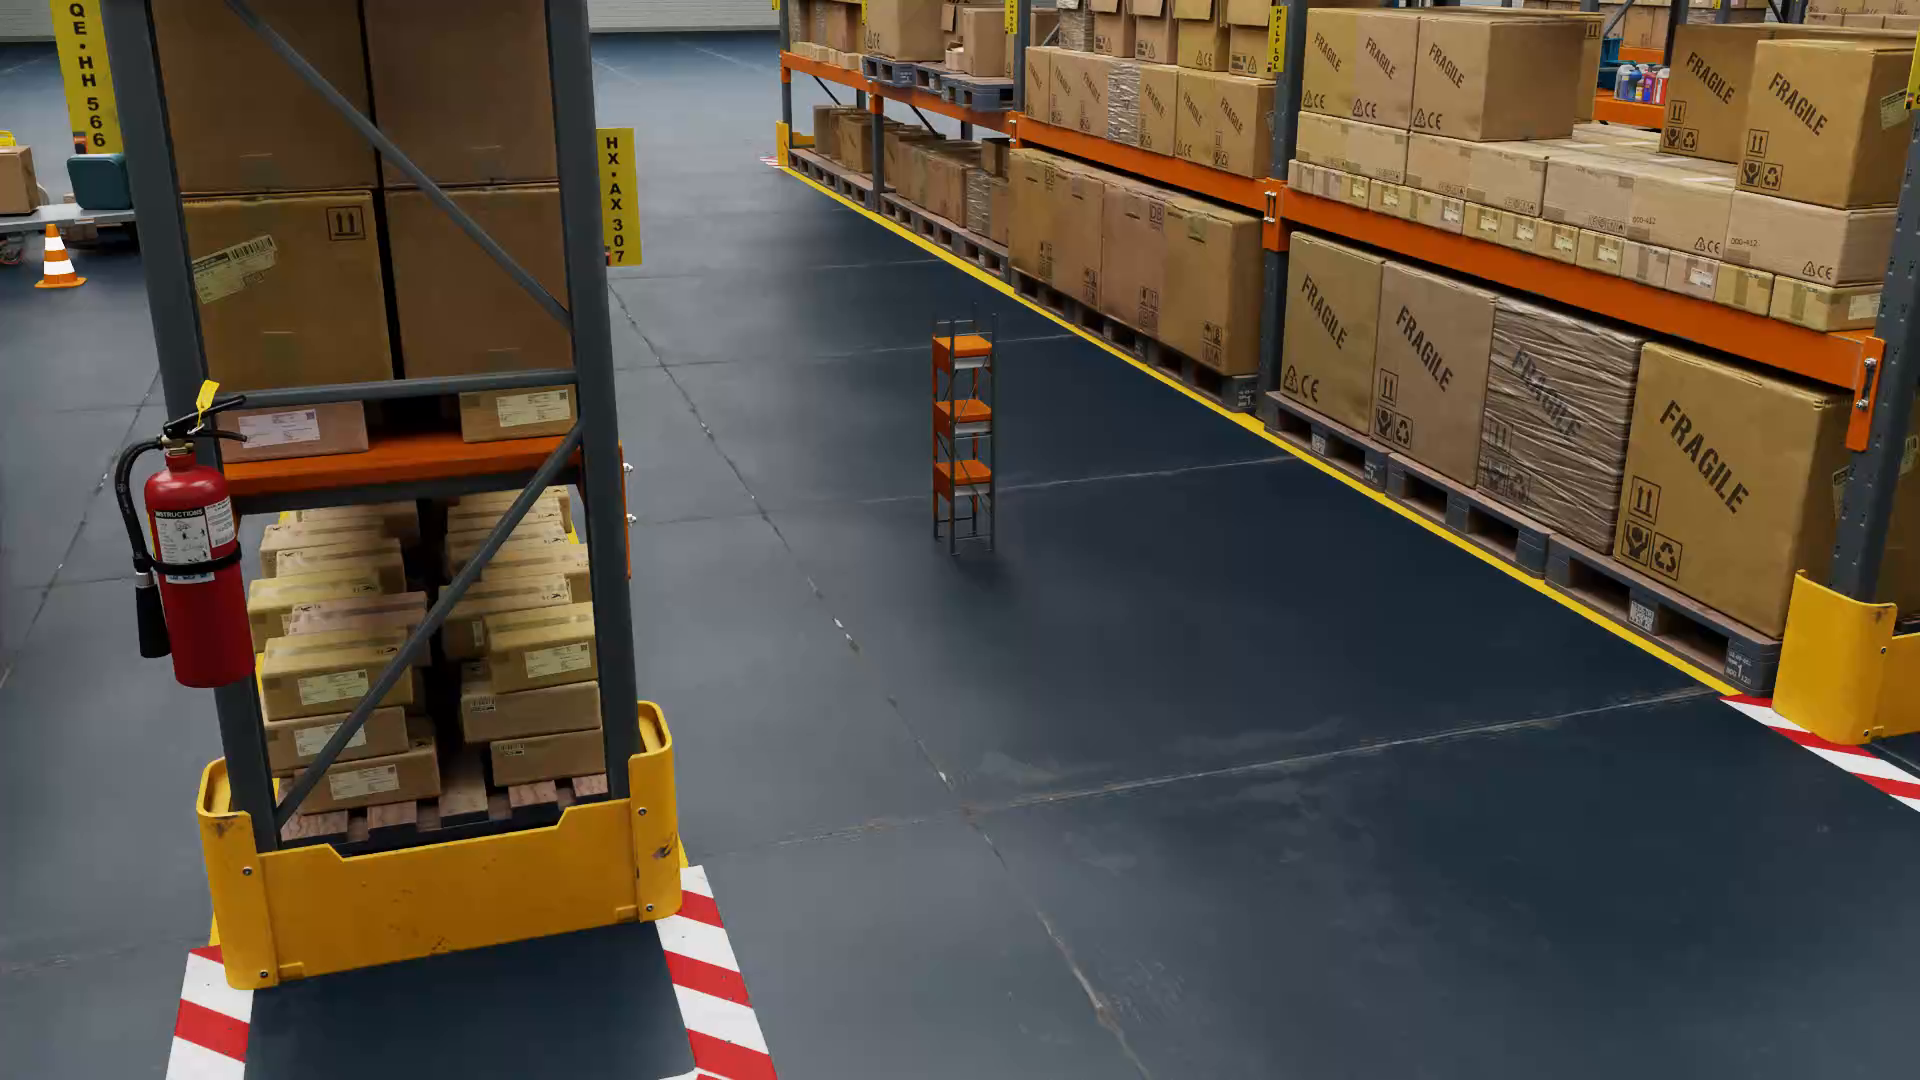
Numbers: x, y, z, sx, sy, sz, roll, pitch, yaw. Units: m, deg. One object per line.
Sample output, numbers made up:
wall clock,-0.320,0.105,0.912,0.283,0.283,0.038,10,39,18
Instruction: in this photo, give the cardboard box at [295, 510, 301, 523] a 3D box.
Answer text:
cardboard box,-2.215,-0.136,6.074,0.380,0.149,0.250,-6,21,-17

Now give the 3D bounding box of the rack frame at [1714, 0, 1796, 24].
rack frame,9.038,-5.750,18.988,1.000,3.000,0.127,-6,21,-17

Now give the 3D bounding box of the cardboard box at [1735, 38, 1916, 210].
cardboard box,3.001,-1.399,5.545,0.500,0.500,0.500,-6,21,-17

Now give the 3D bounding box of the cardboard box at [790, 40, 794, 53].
cardboard box,-1.762,-5.747,19.352,0.380,0.149,0.250,-6,21,-17

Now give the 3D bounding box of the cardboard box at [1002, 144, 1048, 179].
cardboard box,0.650,-3.010,13.298,0.500,0.250,0.500,-6,20,-15

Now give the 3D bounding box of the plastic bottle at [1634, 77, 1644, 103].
plastic bottle,5.462,-3.603,13.305,0.097,0.201,0.097,0,20,0

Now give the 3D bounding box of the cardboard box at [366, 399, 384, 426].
cardboard box,-1.750,-0.393,4.446,0.380,0.149,0.250,-6,21,-17

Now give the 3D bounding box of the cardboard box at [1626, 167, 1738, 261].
cardboard box,2.841,-1.207,6.123,0.500,0.250,0.500,-7,21,-18

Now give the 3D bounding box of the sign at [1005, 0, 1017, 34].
sign,0.377,-3.862,12.136,0.100,0.325,0.005,-6,21,-17

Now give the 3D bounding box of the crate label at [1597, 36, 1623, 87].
crate label,5.536,-4.306,14.914,0.502,0.435,0.616,-6,21,-17

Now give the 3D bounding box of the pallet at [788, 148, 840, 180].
pallet,-1.379,-4.381,19.302,1.003,0.211,1.213,-6,21,-17

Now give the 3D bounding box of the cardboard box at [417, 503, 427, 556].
cardboard box,-2.328,-0.023,6.641,0.380,0.149,0.250,-7,21,-20

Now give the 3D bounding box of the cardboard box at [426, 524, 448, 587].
cardboard box,-1.727,0.041,6.022,0.380,0.149,0.250,-5,20,-14

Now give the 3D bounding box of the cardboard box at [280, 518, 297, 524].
cardboard box,-2.289,0.011,6.105,0.380,0.149,0.250,-6,21,-17

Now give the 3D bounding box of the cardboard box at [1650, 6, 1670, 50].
cardboard box,8.720,-6.107,19.835,0.700,0.500,0.500,-7,21,-18

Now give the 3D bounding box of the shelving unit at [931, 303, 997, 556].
shelving unit,0.017,-0.477,7.191,0.215,1.050,0.252,-6,21,-17

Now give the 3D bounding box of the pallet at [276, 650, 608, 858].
pallet,-1.582,0.670,5.238,1.003,0.211,1.213,-6,21,-17

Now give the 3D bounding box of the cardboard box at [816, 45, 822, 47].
cardboard box,-1.363,-5.347,18.237,0.380,0.149,0.250,-6,21,-17

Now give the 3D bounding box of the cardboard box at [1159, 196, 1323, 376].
cardboard box,1.927,-1.532,9.767,1.225,0.875,0.875,-6,21,-17

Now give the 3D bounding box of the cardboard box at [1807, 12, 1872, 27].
cardboard box,9.429,-5.380,17.809,0.500,0.500,0.500,-5,20,-13

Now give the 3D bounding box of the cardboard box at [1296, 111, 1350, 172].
cardboard box,2.046,-2.022,8.391,0.500,0.250,0.500,-7,21,-18

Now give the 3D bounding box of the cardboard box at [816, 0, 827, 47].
cardboard box,-1.091,-5.677,18.197,0.875,0.500,0.500,-6,21,-17

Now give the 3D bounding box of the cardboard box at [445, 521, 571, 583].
cardboard box,-1.493,0.066,5.513,0.380,0.149,0.250,-7,21,-20

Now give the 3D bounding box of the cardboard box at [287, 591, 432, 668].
cardboard box,-1.768,0.281,4.913,0.380,0.149,0.250,-6,21,-16

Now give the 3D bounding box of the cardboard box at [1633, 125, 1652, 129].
cardboard box,8.537,-4.941,20.181,0.500,0.250,0.500,-6,21,-17

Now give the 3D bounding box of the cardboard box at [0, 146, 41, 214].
cardboard box,-8.095,-3.025,13.977,0.500,0.500,0.500,-6,21,-17

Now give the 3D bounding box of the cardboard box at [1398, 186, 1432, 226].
cardboard box,2.255,-1.548,7.660,0.380,0.149,0.250,-7,21,-18

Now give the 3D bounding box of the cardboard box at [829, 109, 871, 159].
cardboard box,-1.224,-4.613,18.899,0.500,0.500,0.500,-1,20,-3

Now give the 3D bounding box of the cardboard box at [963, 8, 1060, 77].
cardboard box,0.411,-3.997,13.339,0.700,0.500,0.500,-3,20,-9

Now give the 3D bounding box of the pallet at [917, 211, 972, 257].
pallet,0.266,-2.745,14.745,1.003,0.211,1.213,-6,21,-17

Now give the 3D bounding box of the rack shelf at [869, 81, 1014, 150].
rack shelf,0.261,-3.718,14.396,1.077,0.370,4.000,-6,21,-17

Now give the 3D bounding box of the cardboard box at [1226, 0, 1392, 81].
cardboard box,1.938,-2.855,9.295,0.797,0.503,0.637,-7,21,-19

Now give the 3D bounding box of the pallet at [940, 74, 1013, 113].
pallet,0.564,-3.542,13.125,1.213,0.211,1.003,-6,21,-17

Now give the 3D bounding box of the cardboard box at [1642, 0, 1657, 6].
cardboard box,8.431,-6.494,19.951,0.380,0.149,0.250,-6,21,-17

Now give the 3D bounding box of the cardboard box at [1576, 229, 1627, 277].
cardboard box,2.657,-1.137,6.515,0.380,0.149,0.250,-7,21,-18

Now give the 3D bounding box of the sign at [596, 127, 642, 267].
sign,-0.821,-0.818,3.977,0.100,0.325,0.005,-6,21,-17

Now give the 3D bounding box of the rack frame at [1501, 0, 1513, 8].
rack frame,7.780,-7.034,22.562,1.000,3.000,0.127,-6,21,-17

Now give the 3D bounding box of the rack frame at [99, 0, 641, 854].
rack frame,-1.336,-0.353,3.963,1.000,3.000,0.127,-6,21,-17

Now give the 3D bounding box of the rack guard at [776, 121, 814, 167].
rack guard,-1.601,-4.782,19.989,1.175,0.500,0.348,-6,21,-17

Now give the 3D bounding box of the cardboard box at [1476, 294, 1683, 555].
cardboard box,2.841,-0.534,6.989,0.875,0.875,0.875,-6,21,-17

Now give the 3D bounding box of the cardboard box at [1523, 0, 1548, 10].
cardboard box,7.915,-6.930,22.124,0.700,0.500,0.500,-6,21,-17

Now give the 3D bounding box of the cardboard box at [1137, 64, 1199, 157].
cardboard box,1.421,-2.626,10.142,0.500,0.500,0.500,-7,21,-18

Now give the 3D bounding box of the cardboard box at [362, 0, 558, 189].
cardboard box,-1.225,-1.183,4.206,0.500,0.500,0.500,-7,21,-18

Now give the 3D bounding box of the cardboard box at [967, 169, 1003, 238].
cardboard box,0.473,-2.835,13.920,0.700,0.500,0.500,-8,21,-22

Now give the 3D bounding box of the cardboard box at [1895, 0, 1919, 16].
cardboard box,12.823,-7.177,22.044,0.500,0.500,0.500,-6,21,-16

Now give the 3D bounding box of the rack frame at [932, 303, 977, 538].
rack frame,-0.022,-0.516,7.300,0.200,1.050,0.008,-6,21,-17

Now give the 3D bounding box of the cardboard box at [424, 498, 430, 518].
cardboard box,-2.033,-0.136,6.953,0.380,0.149,0.250,-7,21,-19

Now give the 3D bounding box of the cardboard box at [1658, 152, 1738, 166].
cardboard box,3.185,-1.428,6.736,0.500,0.250,0.500,-7,21,-19

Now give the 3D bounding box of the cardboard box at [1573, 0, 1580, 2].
cardboard box,8.025,-6.906,21.099,0.380,0.149,0.250,-7,21,-19
